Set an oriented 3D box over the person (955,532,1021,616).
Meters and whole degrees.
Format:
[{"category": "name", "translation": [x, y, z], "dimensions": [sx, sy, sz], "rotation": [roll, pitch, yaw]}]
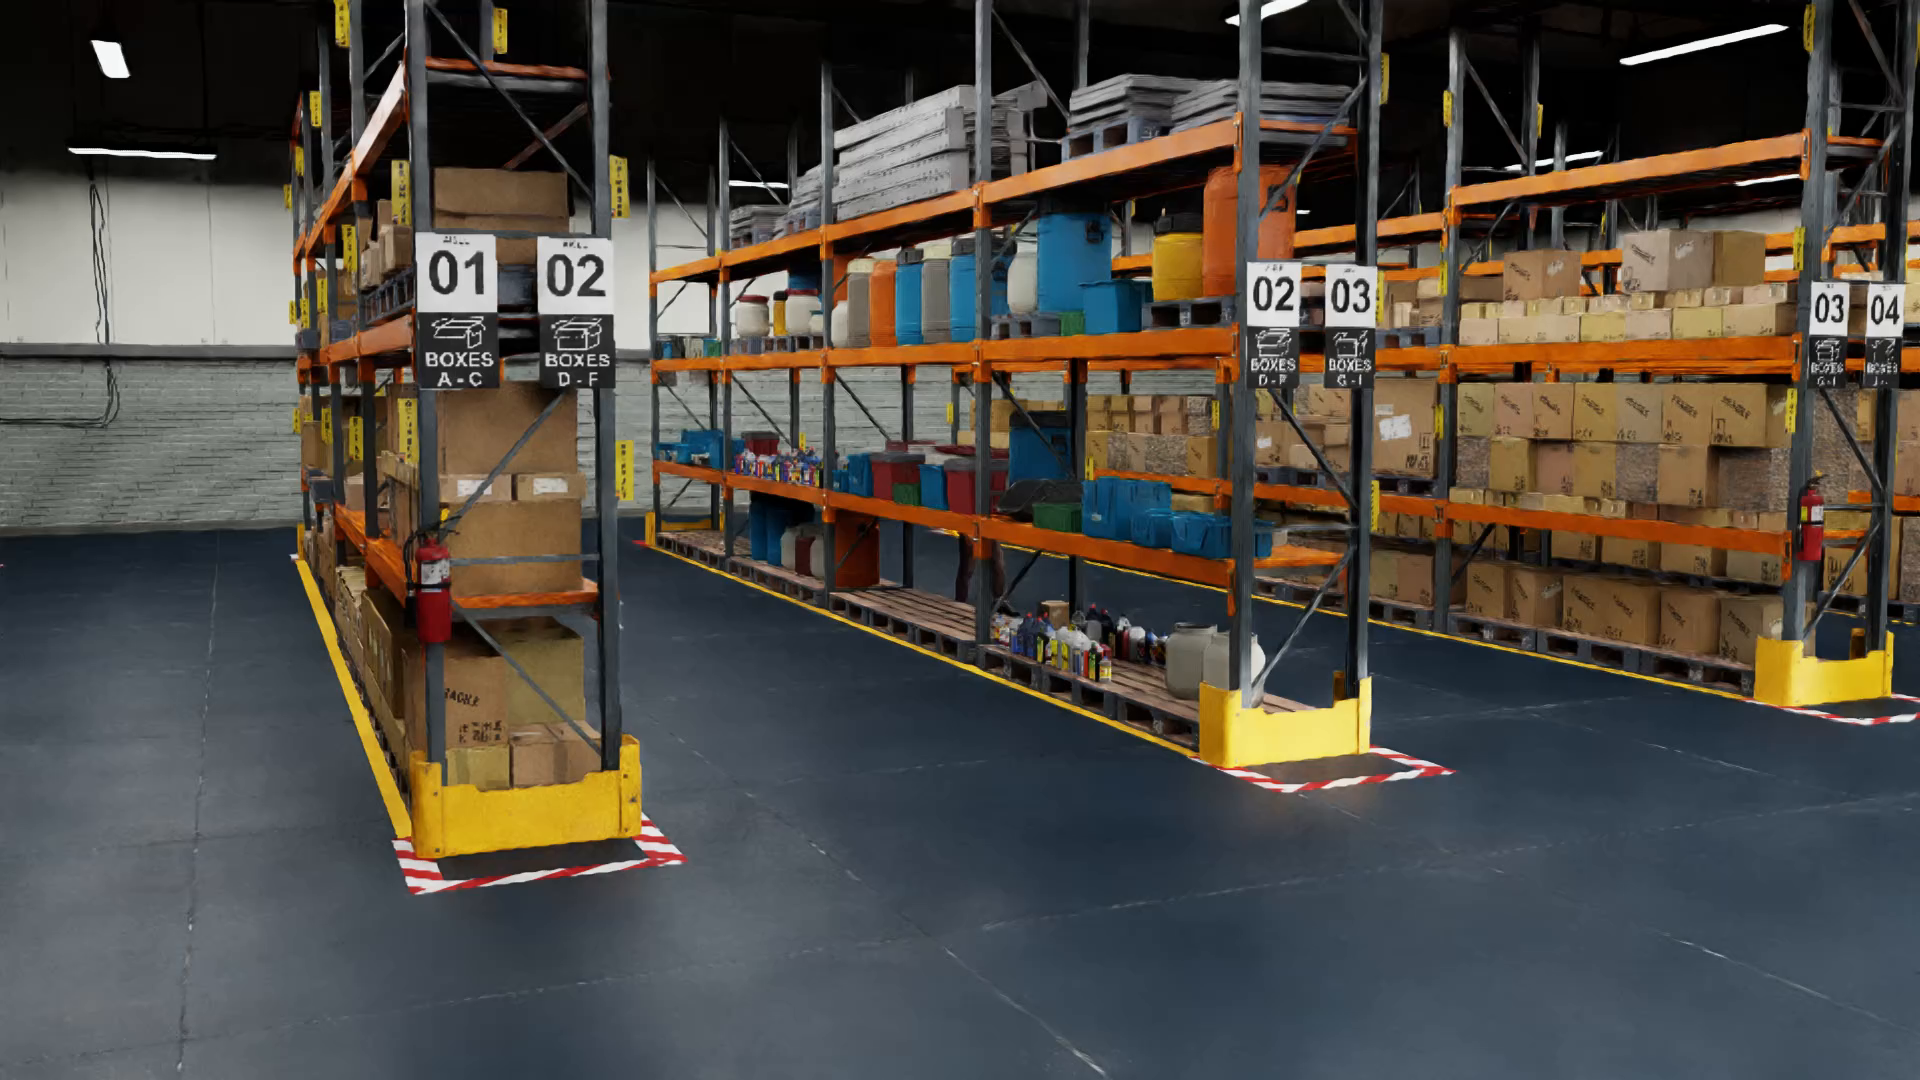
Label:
[{"category": "person", "translation": [0.239, -0.056, 17.312], "dimensions": [0.655, 1.715, 0.533], "rotation": [-5, 7, -41]}]
